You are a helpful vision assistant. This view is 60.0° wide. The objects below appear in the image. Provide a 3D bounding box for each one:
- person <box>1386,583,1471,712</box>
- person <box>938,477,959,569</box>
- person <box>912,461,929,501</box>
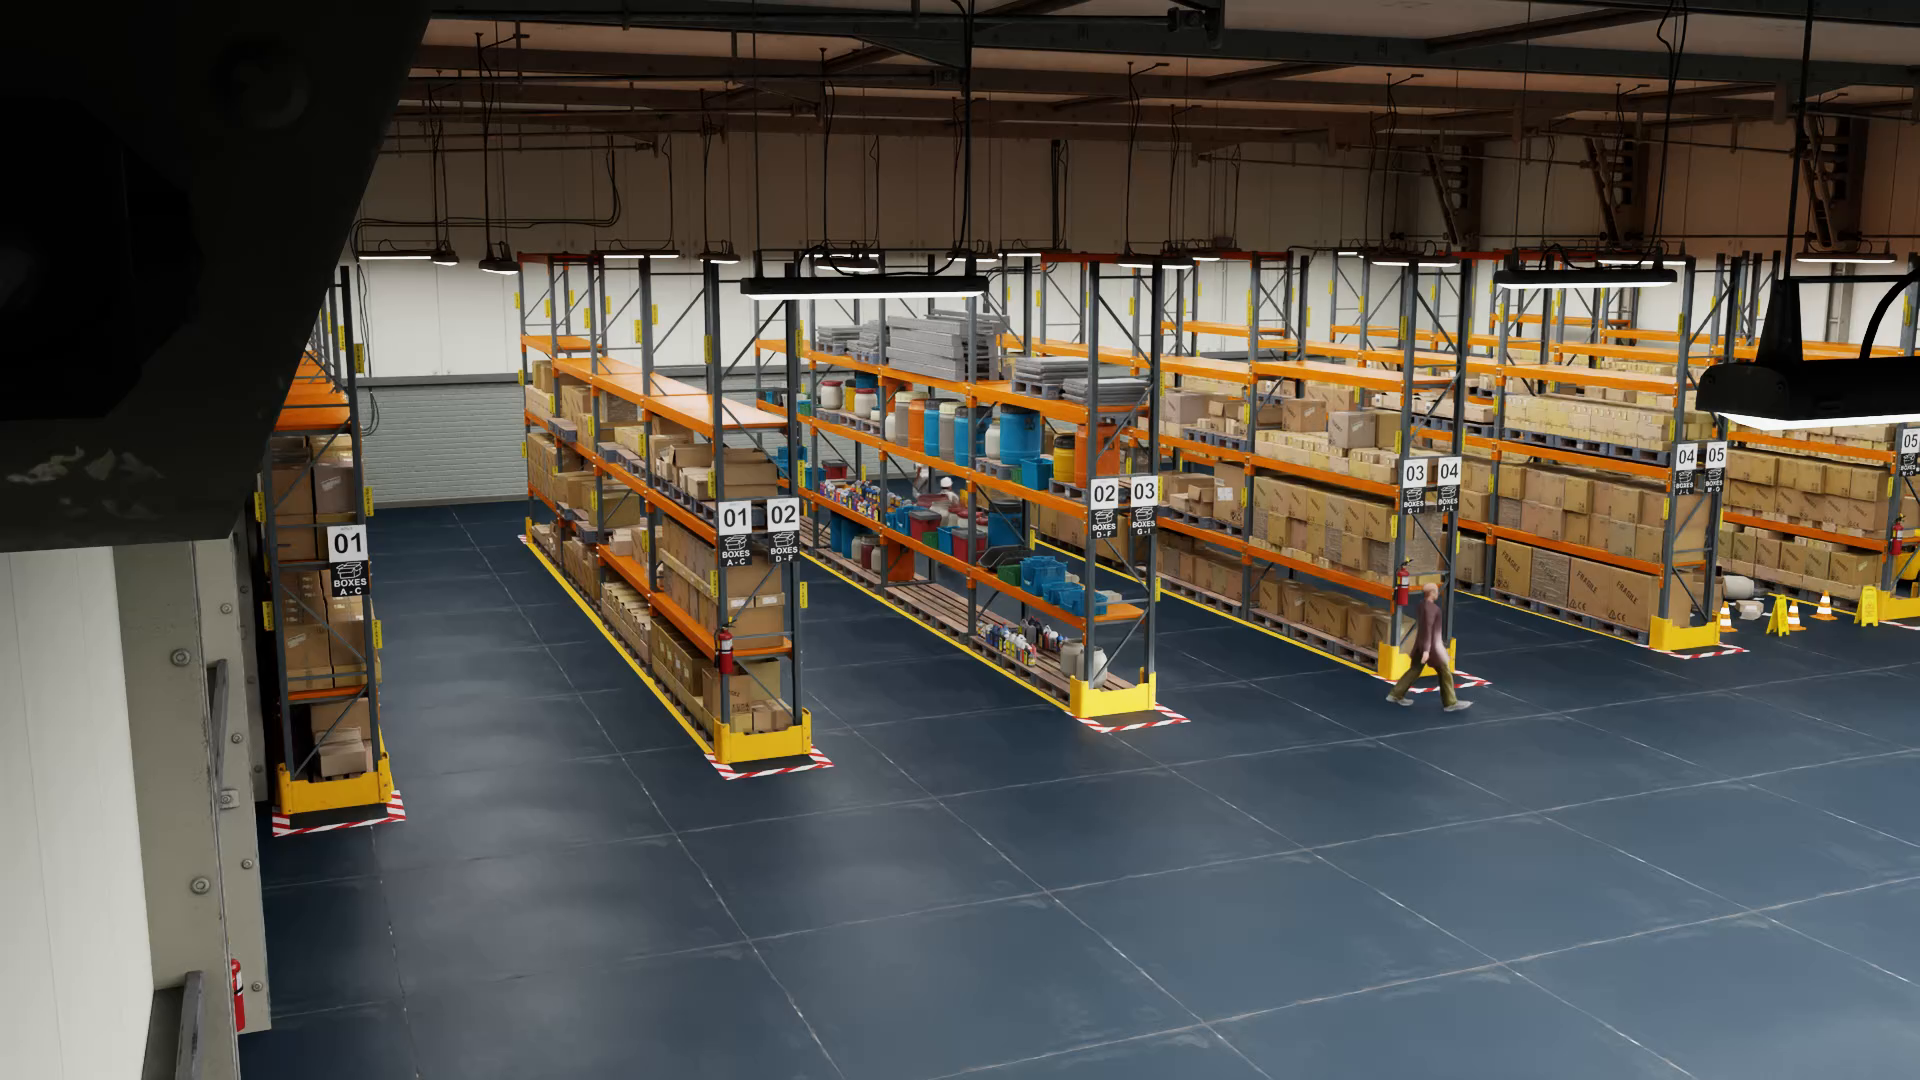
[{"bbox_3d":[6.332,1.433,22.439,1.034,1.749,0.575,-2,11,-10],"label":"person"},{"bbox_3d":[-0.277,-0.323,31.840,0.552,1.774,0.459,4,11,22],"label":"person"},{"bbox_3d":[-0.812,-1.419,38.149,0.471,1.673,0.510,7,13,34],"label":"person"}]
